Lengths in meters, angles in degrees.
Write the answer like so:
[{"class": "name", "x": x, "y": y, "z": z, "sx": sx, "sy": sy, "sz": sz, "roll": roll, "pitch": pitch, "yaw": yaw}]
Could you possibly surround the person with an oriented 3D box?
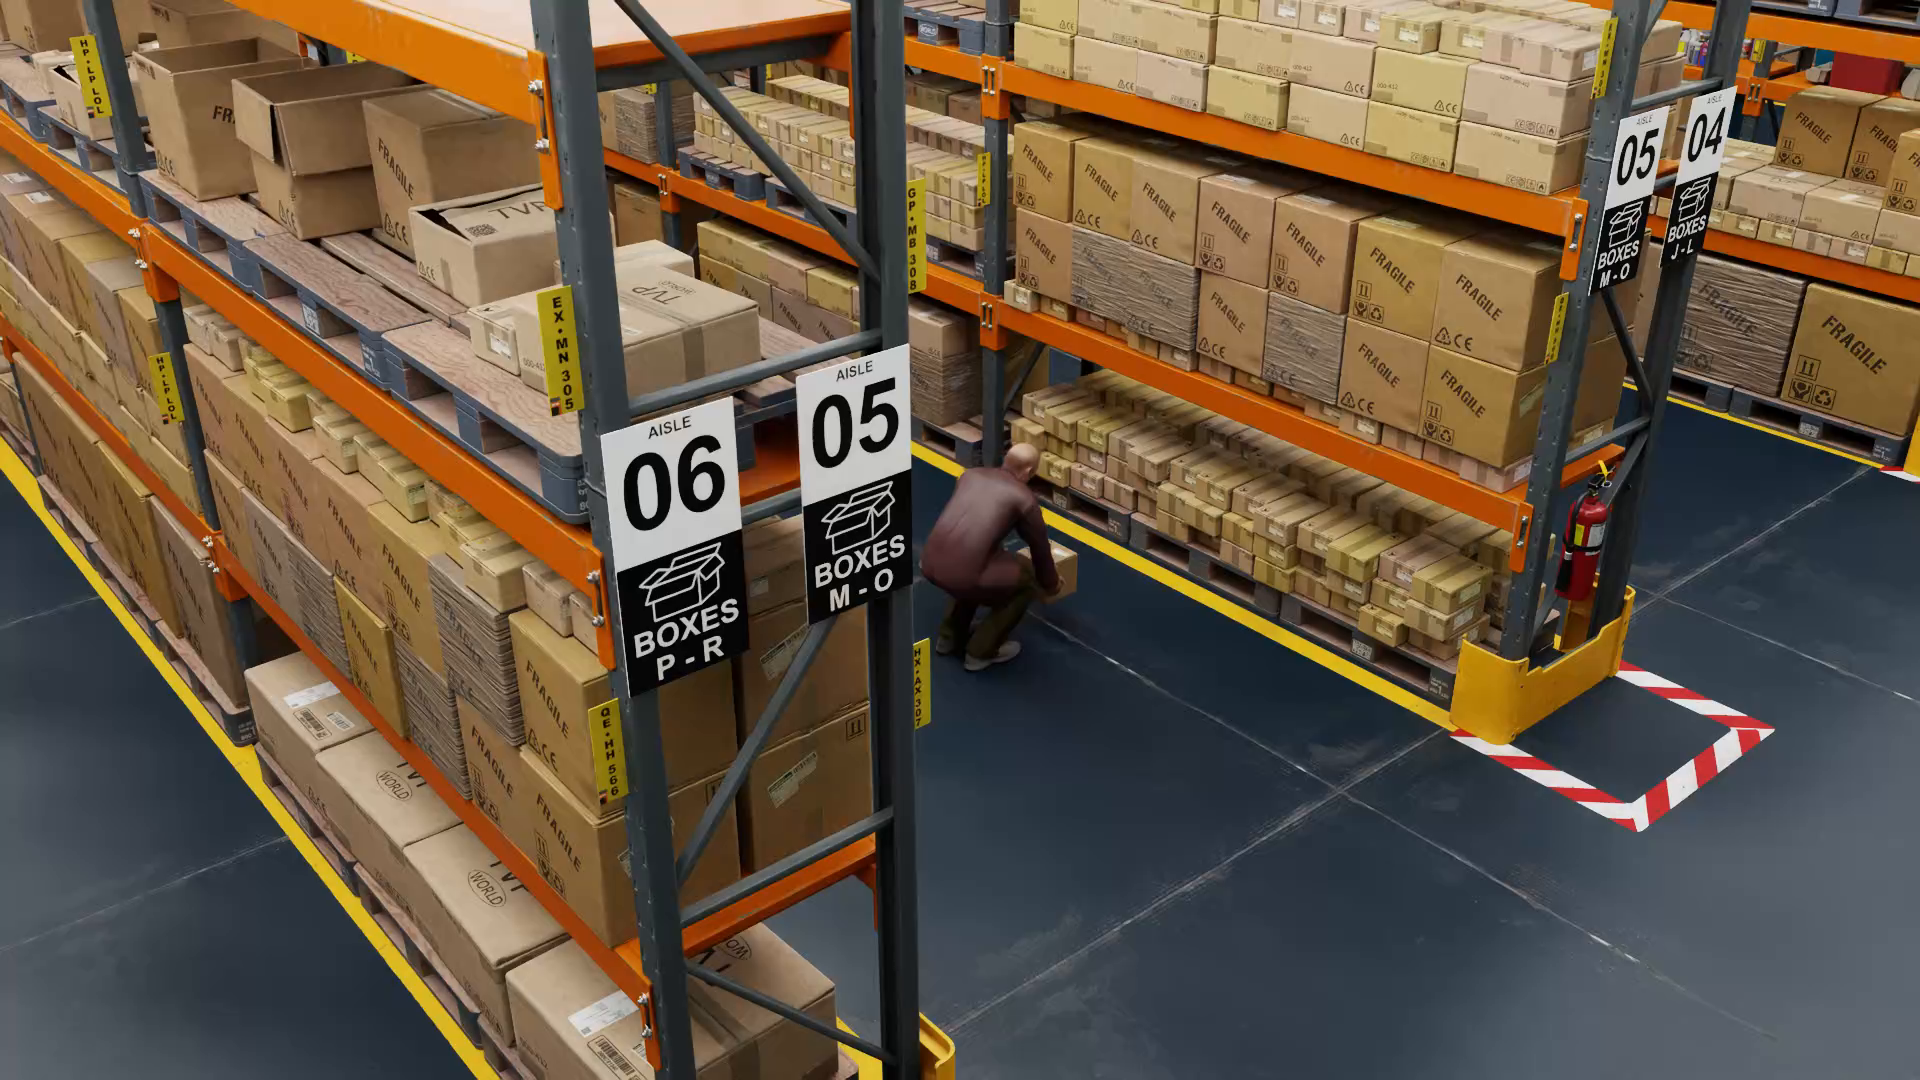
[{"class": "person", "x": 0.143, "y": 0.090, "z": 9.165, "sx": 0.852, "sy": 1.128, "sz": 0.620, "roll": -22, "pitch": 35, "yaw": -35}]
